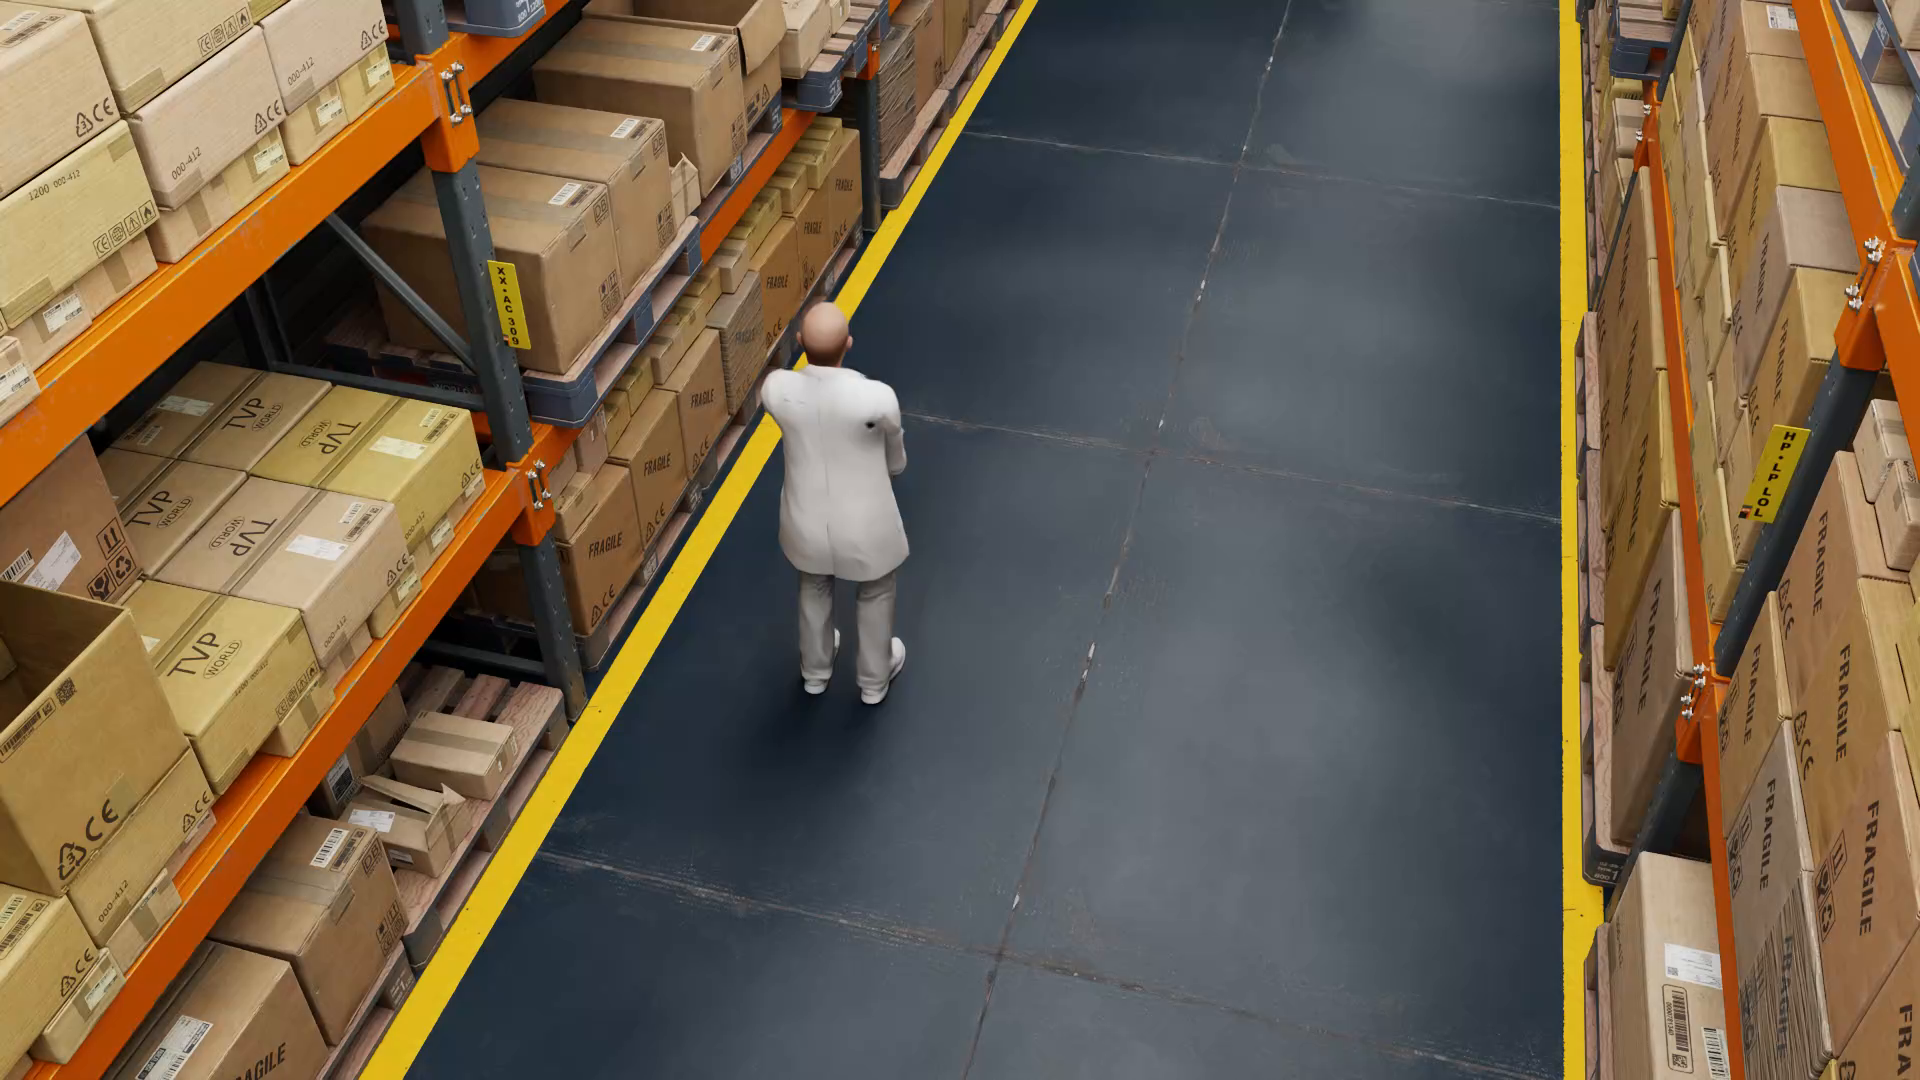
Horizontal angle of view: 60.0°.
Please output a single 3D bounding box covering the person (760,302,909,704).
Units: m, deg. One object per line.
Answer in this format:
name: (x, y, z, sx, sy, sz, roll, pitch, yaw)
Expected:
person: (-0.435, -0.179, 6.390, 0.528, 1.757, 0.565, 8, 41, 10)
